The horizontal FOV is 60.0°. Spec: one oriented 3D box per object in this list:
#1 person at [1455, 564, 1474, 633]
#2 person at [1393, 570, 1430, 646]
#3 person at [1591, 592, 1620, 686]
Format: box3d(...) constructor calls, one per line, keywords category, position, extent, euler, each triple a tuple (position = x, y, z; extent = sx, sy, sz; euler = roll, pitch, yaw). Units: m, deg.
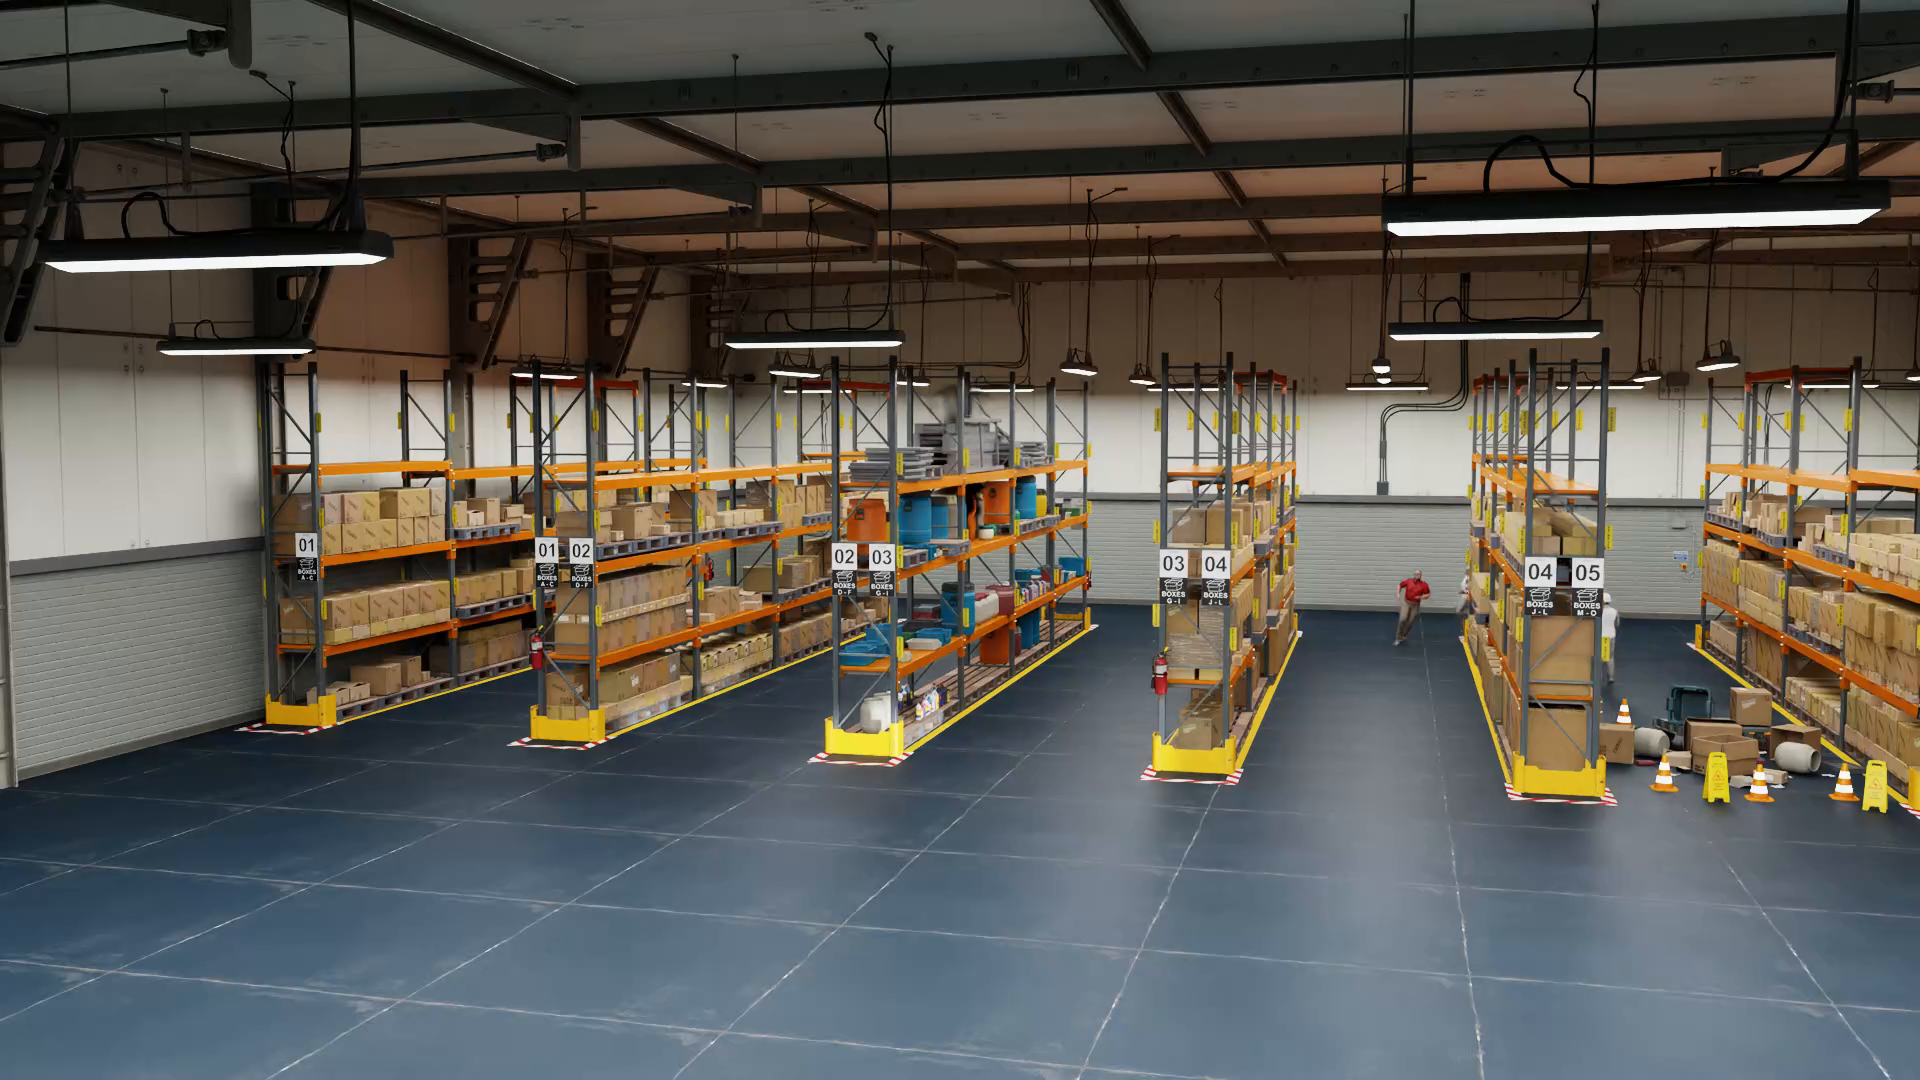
box3d(category="person", position=(12.077, 1.402, 39.504), extent=(0.667, 1.682, 0.543), euler=(-1, 4, -18))
box3d(category="person", position=(10.211, 1.524, 37.664), extent=(0.815, 1.732, 0.744), euler=(1, 4, 9))
box3d(category="person", position=(12.153, 1.889, 31.390), extent=(0.635, 1.804, 0.907), euler=(1, 4, 8))
